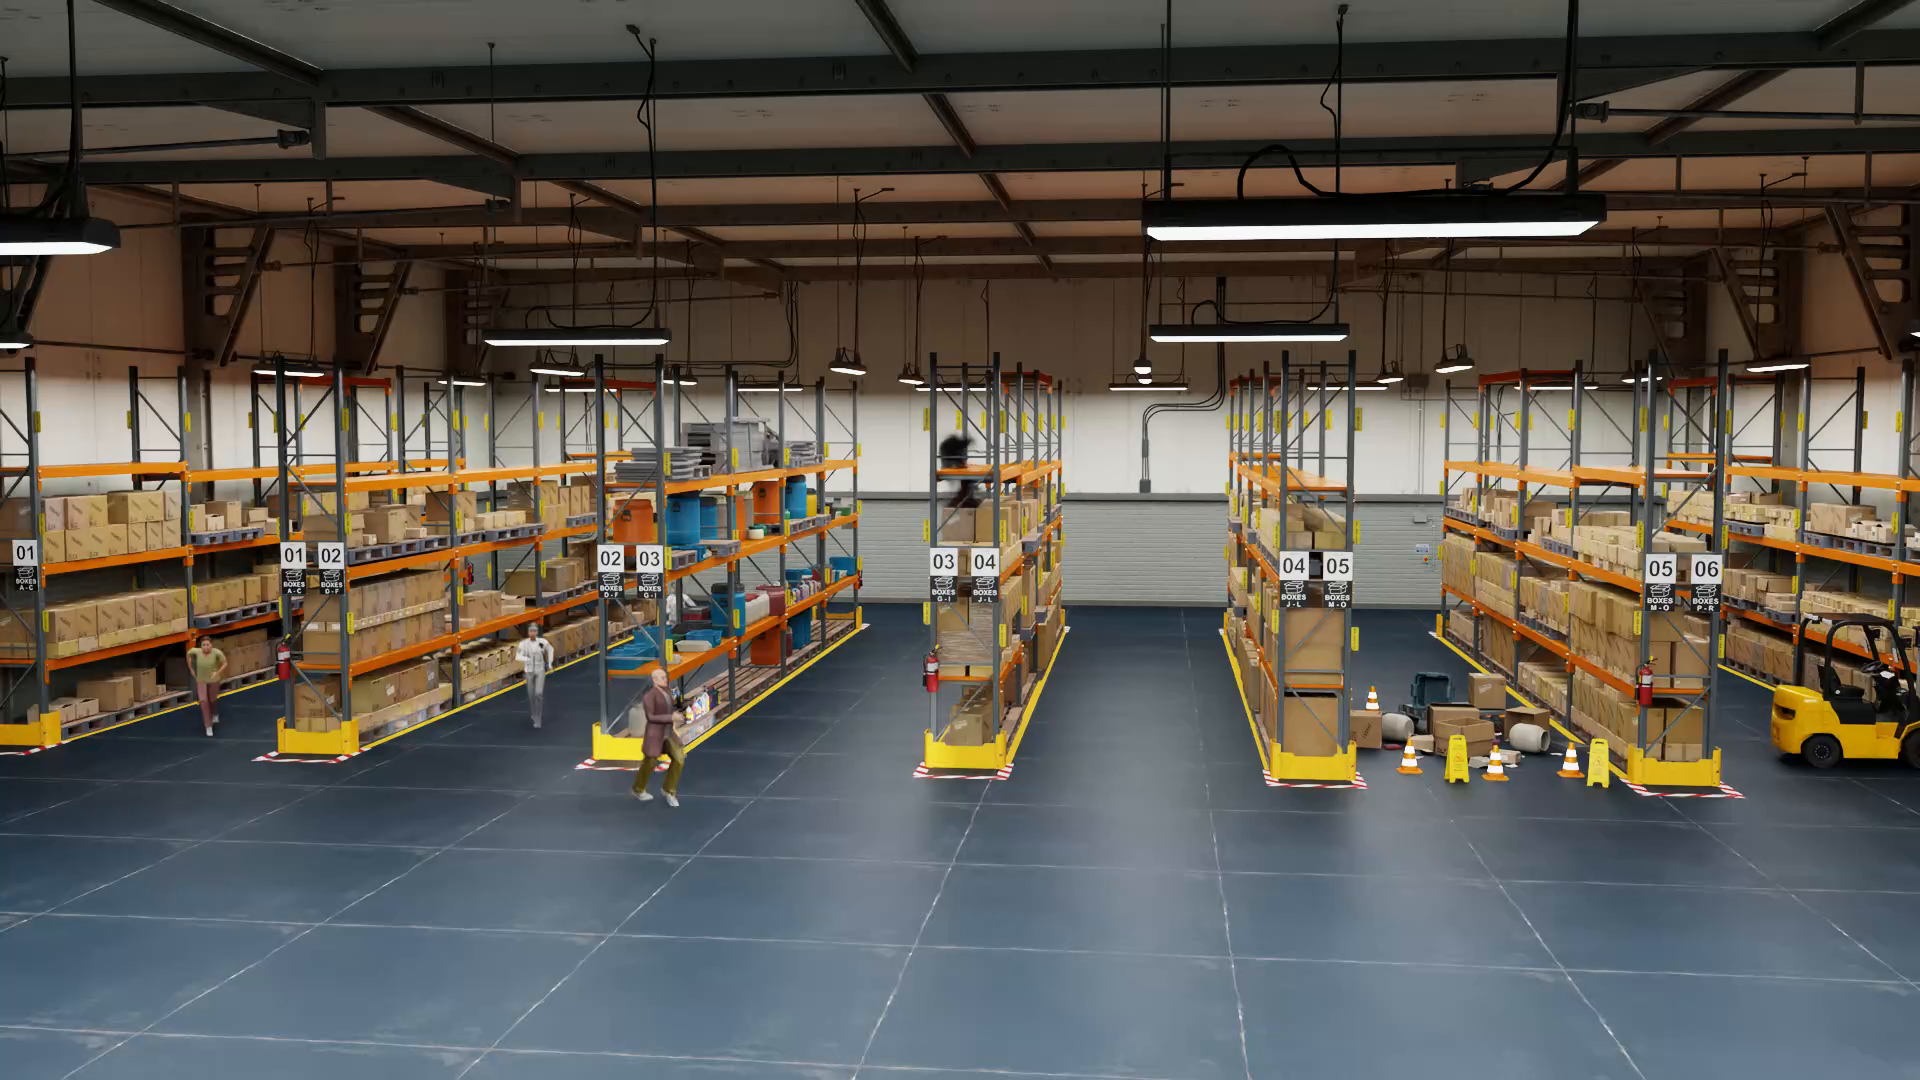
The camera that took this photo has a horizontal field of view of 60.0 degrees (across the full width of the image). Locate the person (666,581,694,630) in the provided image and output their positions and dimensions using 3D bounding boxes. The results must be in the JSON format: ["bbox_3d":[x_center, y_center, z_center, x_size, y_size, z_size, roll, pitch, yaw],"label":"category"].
[{"bbox_3d":[-5.876,1.716,34.607,0.562,1.738,0.813,1,4,10],"label":"person"}]

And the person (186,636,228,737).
[{"bbox_3d":[-12.170,2.321,26.925,0.605,1.628,1.003,-1,4,-16],"label":"person"}]

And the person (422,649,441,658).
[{"bbox_3d":[-10.622,1.821,33.350,0.492,1.707,0.789,0,4,2],"label":"person"}]

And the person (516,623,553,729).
[{"bbox_3d":[-7.027,2.216,27.462,0.555,1.746,0.831,0,4,-5],"label":"person"}]

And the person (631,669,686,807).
[{"bbox_3d":[-3.924,2.589,21.670,0.909,1.836,0.650,2,5,31],"label":"person"}]
